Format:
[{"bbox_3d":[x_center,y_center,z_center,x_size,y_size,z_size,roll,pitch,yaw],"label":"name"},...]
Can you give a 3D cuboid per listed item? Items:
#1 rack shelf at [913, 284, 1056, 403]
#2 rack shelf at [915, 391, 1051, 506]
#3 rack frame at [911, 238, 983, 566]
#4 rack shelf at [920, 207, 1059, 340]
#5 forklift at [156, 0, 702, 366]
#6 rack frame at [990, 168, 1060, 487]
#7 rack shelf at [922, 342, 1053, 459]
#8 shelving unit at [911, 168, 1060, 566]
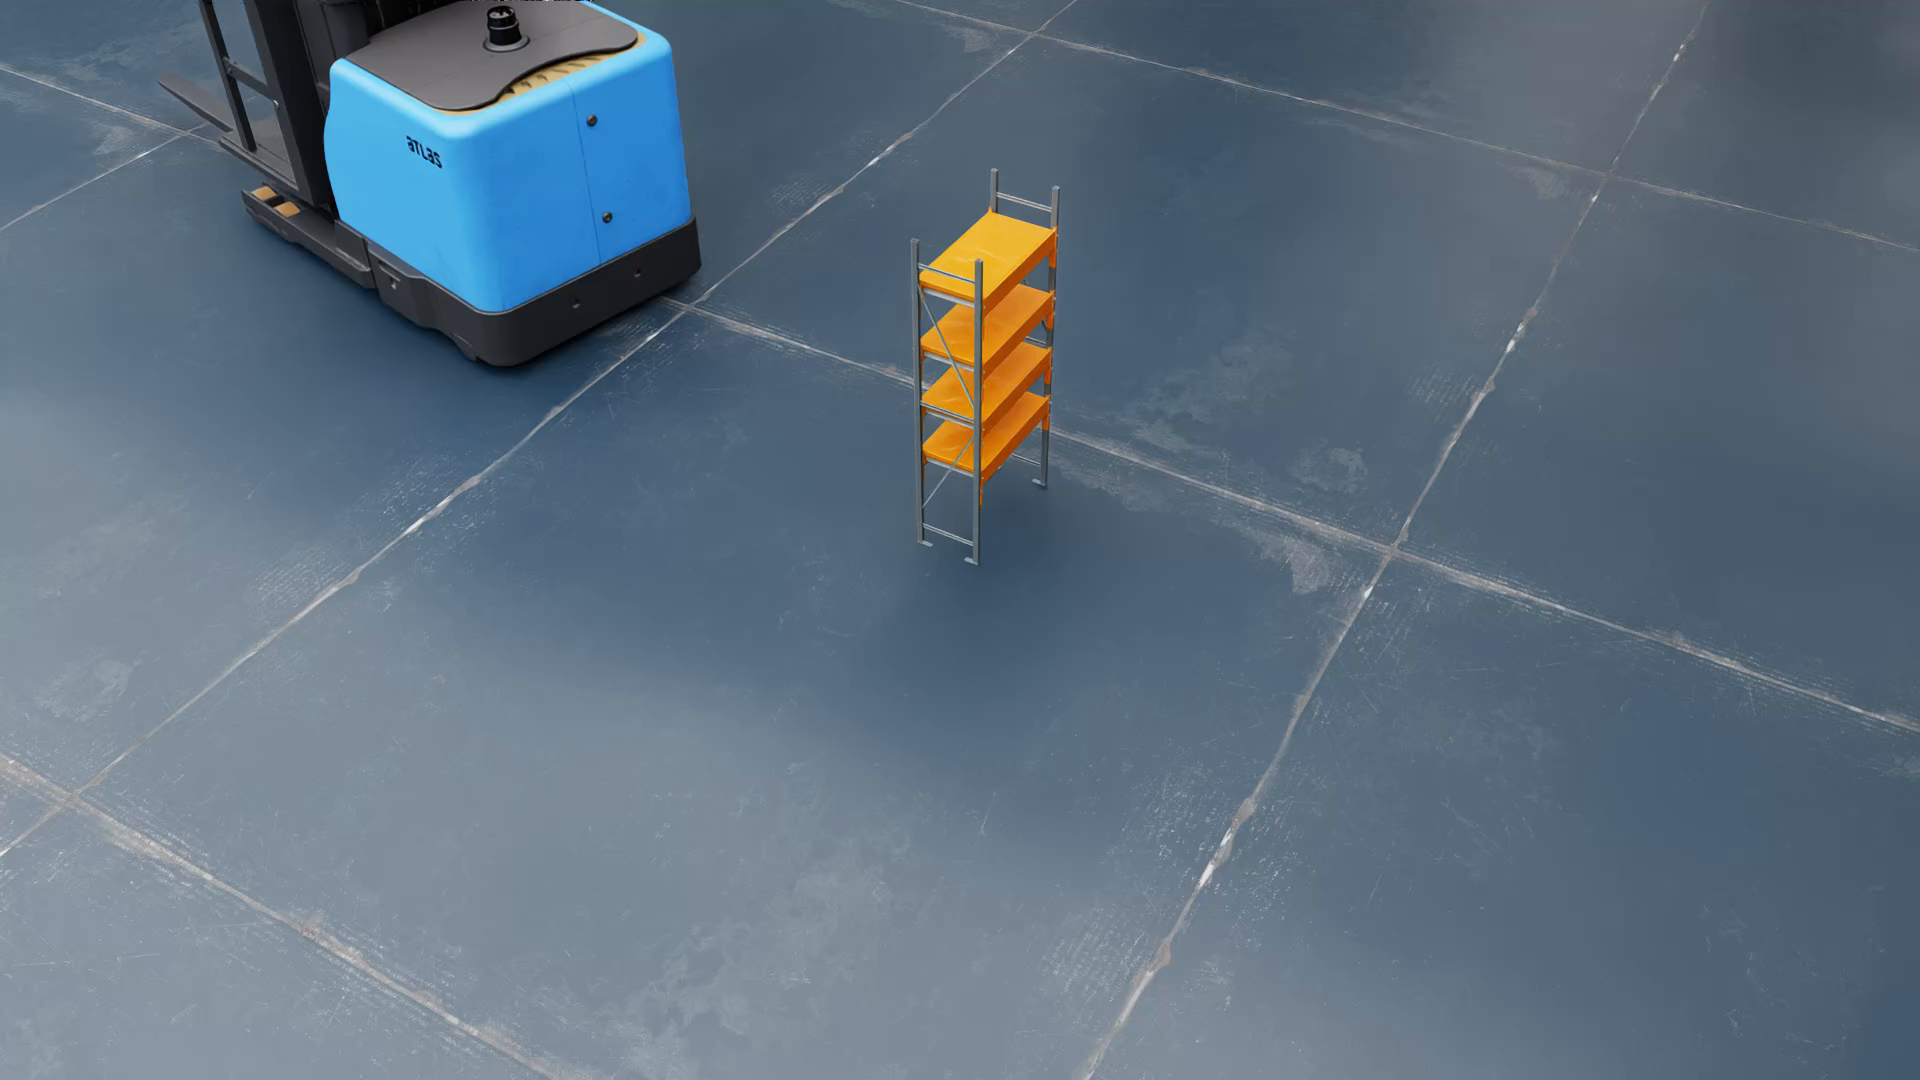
[{"bbox_3d":[0.083,-0.662,5.358,0.258,0.148,0.480,21,45,22],"label":"rack shelf"},{"bbox_3d":[0.083,-0.345,5.637,0.258,0.148,0.480,21,45,22],"label":"rack shelf"},{"bbox_3d":[-0.039,-0.405,5.302,0.240,1.200,0.015,21,45,22],"label":"rack frame"},{"bbox_3d":[0.083,-0.840,5.201,0.258,0.148,0.480,21,45,22],"label":"rack shelf"},{"bbox_3d":[-2.500,-2.620,6.508,3.031,2.935,1.130,32,50,31],"label":"forklift"},{"bbox_3d":[0.205,-0.685,5.620,0.240,1.200,0.015,21,45,22],"label":"rack frame"},{"bbox_3d":[0.083,-0.495,5.505,0.258,0.148,0.480,21,45,22],"label":"rack shelf"},{"bbox_3d":[0.083,-0.545,5.461,0.258,1.200,0.503,21,45,22],"label":"shelving unit"}]
